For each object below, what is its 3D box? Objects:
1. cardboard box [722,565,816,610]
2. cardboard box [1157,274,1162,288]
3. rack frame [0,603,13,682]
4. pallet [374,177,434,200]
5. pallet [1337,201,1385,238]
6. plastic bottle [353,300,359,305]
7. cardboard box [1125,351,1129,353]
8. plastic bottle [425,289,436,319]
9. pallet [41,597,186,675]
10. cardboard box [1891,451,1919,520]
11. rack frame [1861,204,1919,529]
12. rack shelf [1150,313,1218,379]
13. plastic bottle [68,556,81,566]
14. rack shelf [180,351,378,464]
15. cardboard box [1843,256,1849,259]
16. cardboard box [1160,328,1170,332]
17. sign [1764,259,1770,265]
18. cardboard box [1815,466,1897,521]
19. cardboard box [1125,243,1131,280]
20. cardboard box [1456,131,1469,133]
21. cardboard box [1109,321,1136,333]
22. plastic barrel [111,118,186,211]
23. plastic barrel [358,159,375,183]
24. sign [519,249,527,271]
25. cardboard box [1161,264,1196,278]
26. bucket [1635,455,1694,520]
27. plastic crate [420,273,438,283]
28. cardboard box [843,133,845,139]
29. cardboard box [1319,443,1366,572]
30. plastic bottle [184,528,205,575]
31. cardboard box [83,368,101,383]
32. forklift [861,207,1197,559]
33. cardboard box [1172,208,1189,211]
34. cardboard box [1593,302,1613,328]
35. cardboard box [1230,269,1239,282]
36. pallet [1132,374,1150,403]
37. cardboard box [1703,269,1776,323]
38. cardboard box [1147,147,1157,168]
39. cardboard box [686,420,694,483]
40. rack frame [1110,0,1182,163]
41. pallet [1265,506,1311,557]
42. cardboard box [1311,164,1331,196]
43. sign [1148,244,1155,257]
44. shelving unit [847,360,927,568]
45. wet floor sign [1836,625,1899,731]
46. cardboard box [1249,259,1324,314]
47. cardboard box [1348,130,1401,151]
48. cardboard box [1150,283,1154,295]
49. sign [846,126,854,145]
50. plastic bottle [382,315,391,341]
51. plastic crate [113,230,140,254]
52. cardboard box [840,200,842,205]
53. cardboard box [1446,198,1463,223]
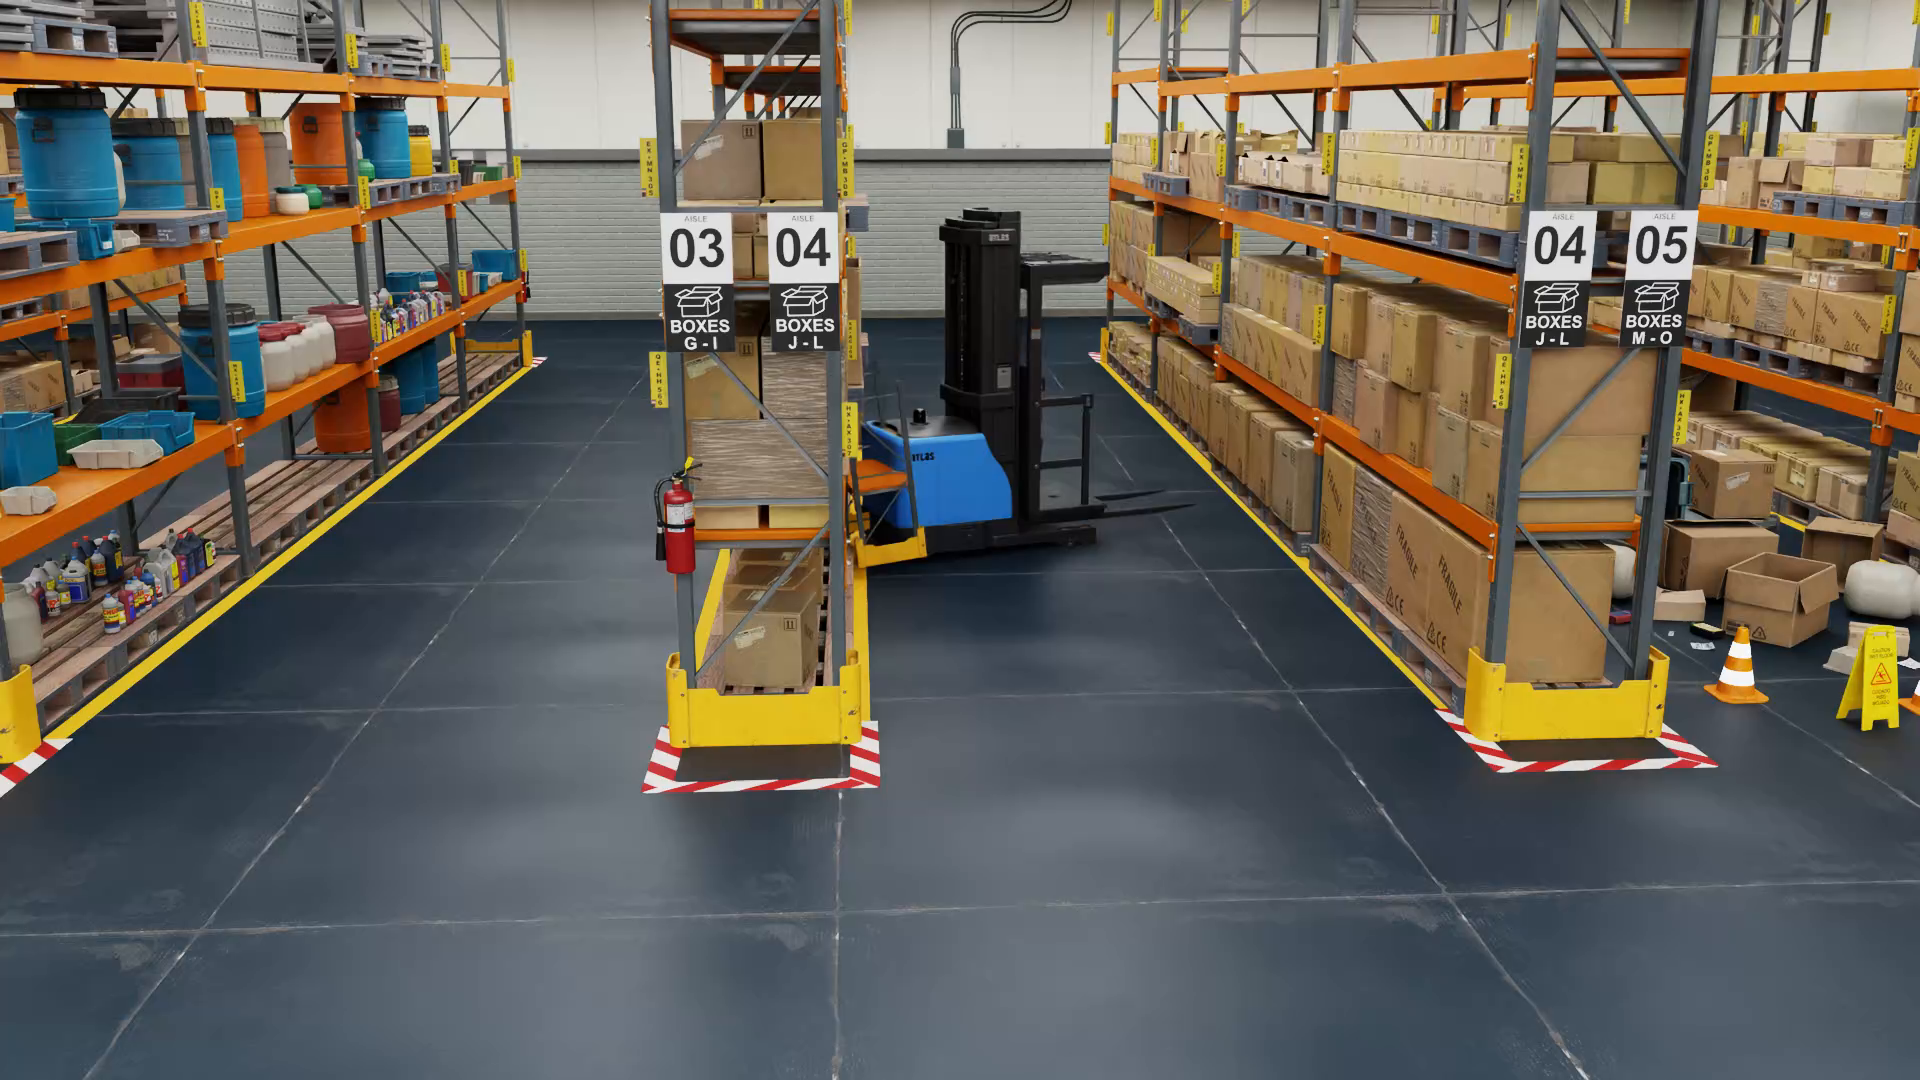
[{"bbox_3d":[-1.286,0.483,11.302,0.500,0.500,0.500,3,15,11],"label":"cardboard box"},{"bbox_3d":[2.637,-3.184,20.444,0.380,0.149,0.250,-2,15,-6],"label":"cardboard box"},{"bbox_3d":[-6.136,-0.144,9.566,1.000,3.000,0.127,-1,14,-3],"label":"rack frame"},{"bbox_3d":[-6.661,-4.014,18.967,1.003,0.211,1.213,-1,14,-3],"label":"pallet"},{"bbox_3d":[3.556,-2.473,12.775,1.003,0.211,1.213,-1,14,-3],"label":"pallet"},{"bbox_3d":[-7.174,-2.717,19.815,0.152,0.276,0.135,-1,14,-3],"label":"plastic bottle"},{"bbox_3d":[2.623,-2.686,24.323,0.380,0.149,0.250,-1,14,-3],"label":"cardboard box"},{"bbox_3d":[-6.496,-2.881,20.302,0.144,0.351,0.185,-1,14,-3],"label":"plastic bottle"},{"bbox_3d":[-6.306,0.684,11.946,1.003,0.211,1.213,-1,14,-3],"label":"pallet"},{"bbox_3d":[8.217,-0.452,13.934,0.500,0.500,0.500,0,14,-1],"label":"cardboard box"},{"bbox_3d":[8.450,-1.368,14.324,1.000,3.000,0.127,-1,14,-3],"label":"rack frame"},{"bbox_3d":[3.144,-2.410,19.818,1.077,0.370,4.000,-1,14,-3],"label":"rack shelf"},{"bbox_3d":[-6.690,0.260,12.590,0.097,0.271,0.097,0,14,0],"label":"plastic bottle"},{"bbox_3d":[-6.508,-1.288,15.455,1.077,0.370,4.000,-1,14,-3],"label":"rack shelf"},{"bbox_3d":[13.043,-4.010,24.294,0.500,0.250,0.500,-1,14,-4],"label":"cardboard box"},{"bbox_3d":[3.112,-3.043,24.517,0.380,0.149,0.250,-1,15,-6],"label":"cardboard box"},{"bbox_3d":[8.743,-2.896,18.097,0.100,0.325,0.005,-1,14,-3],"label":"sign"},{"bbox_3d":[8.415,-0.429,15.106,0.950,0.372,0.625,-1,14,-3],"label":"cardboard box"},{"bbox_3d":[2.639,-3.946,23.546,0.500,0.500,0.500,-1,14,-5],"label":"cardboard box"},{"bbox_3d":[3.902,-2.962,12.359,0.380,0.149,0.250,-1,14,-2],"label":"cardboard box"},{"bbox_3d":[2.466,-3.226,25.230,0.380,0.149,0.250,-2,15,-6],"label":"cardboard box"},{"bbox_3d":[-6.632,-2.957,13.474,0.600,0.901,0.708,-1,14,-3],"label":"plastic barrel"},{"bbox_3d":[-6.468,-3.981,17.930,0.294,0.245,0.294,0,14,0],"label":"plastic barrel"},{"bbox_3d":[-6.580,-4.215,25.060,0.100,0.325,0.005,-1,14,-3],"label":"sign"},{"bbox_3d":[2.652,-3.262,20.152,0.380,0.149,0.250,-1,14,-4],"label":"cardboard box"},{"bbox_3d":[5.825,-0.419,14.154,0.726,0.611,0.620,4,5,16],"label":"bucket"},{"bbox_3d":[-7.341,-3.602,23.223,0.416,0.233,0.300,-1,14,-3],"label":"plastic crate"},{"bbox_3d":[-1.367,-3.711,16.206,0.500,0.500,0.500,-1,14,-4],"label":"cardboard box"},{"bbox_3d":[3.485,-0.283,13.529,0.875,0.875,0.875,-1,14,-3],"label":"cardboard box"},{"bbox_3d":[-6.057,0.087,13.102,0.144,0.351,0.185,-1,14,-5],"label":"plastic bottle"},{"bbox_3d":[-11.698,-2.216,22.424,0.380,0.166,0.250,-1,14,-3],"label":"cardboard box"},{"bbox_3d":[0.677,-1.473,14.869,3.031,2.935,1.130,-6,16,-22],"label":"forklift"},{"bbox_3d":[3.188,-4.303,22.928,0.500,0.500,0.500,-1,14,-3],"label":"cardboard box"},{"bbox_3d":[7.849,-2.664,19.663,0.500,0.250,0.500,-1,14,-4],"label":"cardboard box"},{"bbox_3d":[3.350,-3.076,19.429,0.380,0.149,0.250,0,14,-2],"label":"cardboard box"},{"bbox_3d":[2.943,-2.072,22.656,1.003,0.211,1.213,-1,14,-3],"label":"pallet"},{"bbox_3d":[8.039,-2.514,17.136,0.500,0.500,0.500,0,14,-1],"label":"cardboard box"},{"bbox_3d":[2.738,-4.989,21.675,0.500,0.250,0.500,-2,15,-6],"label":"cardboard box"},{"bbox_3d":[-1.350,-0.672,10.823,0.875,0.500,0.500,-1,14,-3],"label":"cardboard box"},{"bbox_3d":[2.772,-7.156,24.781,1.000,3.000,0.127,-1,14,-3],"label":"rack frame"},{"bbox_3d":[3.393,-0.107,15.018,1.003,0.211,1.213,-1,14,-3],"label":"pallet"},{"bbox_3d":[3.312,-3.072,14.182,0.500,0.250,0.500,-1,14,-3],"label":"cardboard box"},{"bbox_3d":[2.479,-3.665,21.514,0.100,0.325,0.005,-1,14,-3],"label":"sign"},{"bbox_3d":[-0.759,-0.670,14.091,0.587,1.500,1.083,-10,17,-11],"label":"shelving unit"},{"bbox_3d":[5.742,0.845,10.447,0.267,0.644,0.232,-3,15,-13],"label":"wet floor sign"},{"bbox_3d":[3.319,-2.556,16.735,0.700,0.500,0.500,-1,14,-4],"label":"cardboard box"},{"bbox_3d":[3.216,-3.076,12.803,0.380,0.149,0.250,-1,14,-4],"label":"cardboard box"},{"bbox_3d":[2.609,-3.164,20.965,0.380,0.149,0.250,-1,14,-3],"label":"cardboard box"},{"bbox_3d":[-1.395,-5.071,21.027,0.100,0.325,0.005,-1,14,-3],"label":"sign"},{"bbox_3d":[-6.328,-2.339,18.330,0.061,0.283,0.133,-1,14,-3],"label":"plastic bottle"},{"bbox_3d":[-5.881,-2.071,11.564,0.243,0.136,0.396,-1,14,-3],"label":"plastic crate"},{"bbox_3d":[-1.062,-2.515,12.261,0.380,0.149,0.250,-1,14,-5],"label":"cardboard box"},{"bbox_3d":[3.358,-2.121,10.693,0.380,0.149,0.250,-1,14,-3],"label":"cardboard box"}]
